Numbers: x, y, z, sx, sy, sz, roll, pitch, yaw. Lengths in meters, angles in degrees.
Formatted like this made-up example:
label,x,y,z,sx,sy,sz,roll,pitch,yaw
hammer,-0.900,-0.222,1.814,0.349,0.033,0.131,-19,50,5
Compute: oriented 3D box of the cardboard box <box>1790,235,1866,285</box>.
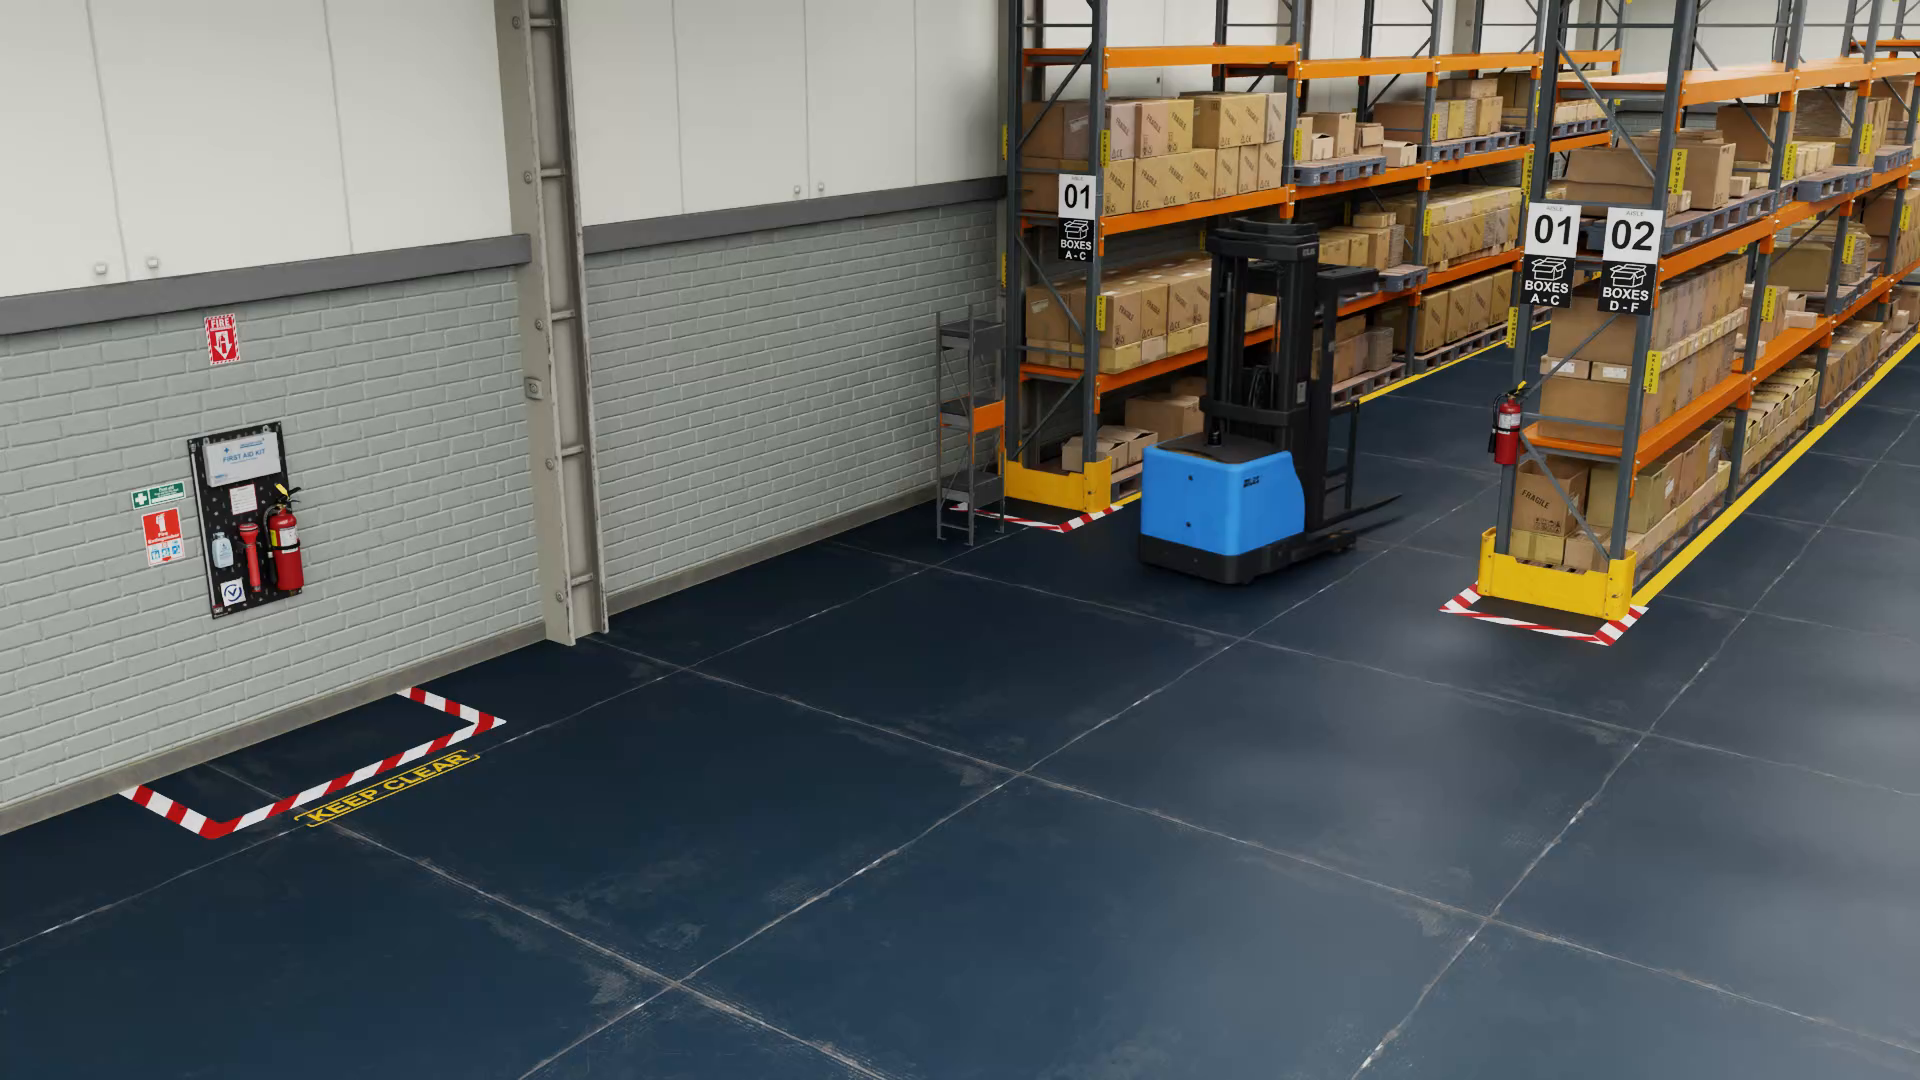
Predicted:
label,x,y,z,sx,sy,sz,roll,pitch,yaw
cardboard box,10.612,-3.442,20.400,0.500,0.500,0.700,-15,23,-40

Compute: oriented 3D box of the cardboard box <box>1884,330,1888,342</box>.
label,x,y,z,sx,sy,sz,roll,pitch,yaw
cardboard box,12.944,-2.919,23.628,0.380,0.166,0.250,12,21,35

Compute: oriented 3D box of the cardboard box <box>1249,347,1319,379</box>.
label,x,y,z,sx,sy,sz,roll,pitch,yaw
cardboard box,3.958,-2.088,20.389,0.700,0.500,0.500,12,21,34

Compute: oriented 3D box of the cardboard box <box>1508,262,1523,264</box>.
label,x,y,z,sx,sy,sz,roll,pitch,yaw
cardboard box,8.934,-4.393,26.751,0.380,0.149,0.250,13,21,35

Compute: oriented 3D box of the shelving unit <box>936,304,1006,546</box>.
label,x,y,z,sx,sy,sz,roll,pitch,yaw
shelving unit,0.099,-1.042,15.066,0.431,2.100,0.503,12,21,35

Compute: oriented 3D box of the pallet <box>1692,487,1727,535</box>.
label,x,y,z,sx,sy,sz,roll,pitch,yaw
pallet,6.738,-0.373,16.096,1.003,0.211,1.213,12,21,35

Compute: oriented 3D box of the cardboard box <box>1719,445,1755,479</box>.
label,x,y,z,sx,sy,sz,roll,pitch,yaw
cardboard box,7.685,-0.827,16.783,0.500,0.250,0.500,12,21,33

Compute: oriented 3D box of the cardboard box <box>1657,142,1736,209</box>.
label,x,y,z,sx,sy,sz,roll,pitch,yaw
cardboard box,6.071,-3.029,13.777,0.500,0.500,0.500,12,21,35

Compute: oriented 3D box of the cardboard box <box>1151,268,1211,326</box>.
label,x,y,z,sx,sy,sz,roll,pitch,yaw
cardboard box,2.321,-2.528,17.289,0.500,0.500,0.500,13,22,36

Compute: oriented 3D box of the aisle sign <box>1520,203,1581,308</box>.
label,x,y,z,sx,sy,sz,roll,pitch,yaw
aisle sign,4.587,-2.212,12.932,0.394,0.787,0.004,12,21,35

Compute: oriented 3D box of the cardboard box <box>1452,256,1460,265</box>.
label,x,y,z,sx,sy,sz,roll,pitch,yaw
cardboard box,6.775,-3.953,23.311,0.380,0.149,0.250,13,21,36

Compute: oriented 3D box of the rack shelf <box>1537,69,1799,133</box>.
label,x,y,z,sx,sy,sz,roll,pitch,yaw
rack shelf,6.054,-3.741,14.011,1.077,0.370,4.000,12,21,35

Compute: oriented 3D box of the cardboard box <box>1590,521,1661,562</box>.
label,x,y,z,sx,sy,sz,roll,pitch,yaw
cardboard box,5.656,-0.030,14.217,0.500,0.250,0.500,12,21,35

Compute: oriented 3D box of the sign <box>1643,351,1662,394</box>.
label,x,y,z,sx,sy,sz,roll,pitch,yaw
sign,5.305,-1.286,12.741,0.100,0.325,0.005,12,21,35

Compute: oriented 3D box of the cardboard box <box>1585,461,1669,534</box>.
label,x,y,z,sx,sy,sz,roll,pitch,yaw
cardboard box,5.657,-0.388,14.105,0.500,0.500,0.500,12,21,35

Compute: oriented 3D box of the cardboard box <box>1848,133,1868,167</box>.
label,x,y,z,sx,sy,sz,roll,pitch,yaw
cardboard box,10.166,-4.551,19.622,0.910,0.500,0.500,12,21,35

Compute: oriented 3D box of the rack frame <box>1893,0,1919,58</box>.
label,x,y,z,sx,sy,sz,roll,pitch,yaw
rack frame,14.396,-7.610,24.583,1.000,3.000,0.127,12,21,35

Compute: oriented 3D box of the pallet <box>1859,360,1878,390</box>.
label,x,y,z,sx,sy,sz,roll,pitch,yaw
pallet,11.558,-2.260,22.173,1.003,0.211,1.213,12,21,35

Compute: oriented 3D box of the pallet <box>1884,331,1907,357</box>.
label,x,y,z,sx,sy,sz,roll,pitch,yaw
pallet,13.149,-2.916,24.284,1.003,0.211,1.213,12,21,35

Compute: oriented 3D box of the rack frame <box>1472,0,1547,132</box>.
label,x,y,z,sx,sy,sz,roll,pitch,yaw
rack frame,8.032,-7.532,24.331,1.000,3.000,0.127,12,21,35

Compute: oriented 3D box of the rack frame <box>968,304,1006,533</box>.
label,x,y,z,sx,sy,sz,roll,pitch,yaw
rack frame,0.244,-1.100,15.253,0.400,2.100,0.015,12,21,35

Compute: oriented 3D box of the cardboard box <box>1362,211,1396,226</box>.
label,x,y,z,sx,sy,sz,roll,pitch,yaw
cardboard box,5.467,-4.194,21.695,0.380,0.149,0.250,9,20,28

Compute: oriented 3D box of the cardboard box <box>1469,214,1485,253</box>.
label,x,y,z,sx,sy,sz,roll,pitch,yaw
cardboard box,7.064,-4.351,23.498,0.500,0.500,0.500,13,22,36

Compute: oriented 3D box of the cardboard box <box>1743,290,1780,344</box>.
label,x,y,z,sx,sy,sz,roll,pitch,yaw
cardboard box,8.329,-2.360,17.622,0.500,0.500,0.500,12,21,35

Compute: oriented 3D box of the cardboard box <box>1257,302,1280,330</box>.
label,x,y,z,sx,sy,sz,roll,pitch,yaw
cardboard box,3.226,-2.533,18.568,0.500,0.250,0.500,12,21,35

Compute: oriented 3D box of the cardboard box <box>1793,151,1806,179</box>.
label,x,y,z,sx,sy,sz,roll,pitch,yaw
cardboard box,8.434,-3.893,17.216,0.500,0.250,0.500,10,20,30

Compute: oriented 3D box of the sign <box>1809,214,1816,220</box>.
label,x,y,z,sx,sy,sz,roll,pitch,yaw
sign,11.572,-4.300,22.579,0.100,0.325,0.005,12,21,35

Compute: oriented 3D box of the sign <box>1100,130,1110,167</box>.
label,x,y,z,sx,sy,sz,roll,pitch,yaw
sign,1.318,-3.563,15.134,0.100,0.325,0.005,12,21,35

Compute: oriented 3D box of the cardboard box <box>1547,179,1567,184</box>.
label,x,y,z,sx,sy,sz,roll,pitch,yaw
cardboard box,10.119,-5.640,27.847,0.980,0.700,0.700,14,22,37

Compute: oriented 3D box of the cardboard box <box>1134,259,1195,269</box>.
label,x,y,z,sx,sy,sz,roll,pitch,yaw
cardboard box,2.205,-2.742,17.978,0.500,0.500,0.500,13,22,36

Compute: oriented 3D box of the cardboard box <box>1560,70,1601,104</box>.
label,x,y,z,sx,sy,sz,roll,pitch,yaw
cardboard box,9.891,-7.247,26.583,0.500,0.500,0.500,13,22,36

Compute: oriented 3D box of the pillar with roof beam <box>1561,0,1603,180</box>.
label,x,y,z,sx,sy,sz,roll,pitch,yaw
pillar with roof beam,14.787,-8.520,27.512,9.100,9.000,0.400,12,21,35

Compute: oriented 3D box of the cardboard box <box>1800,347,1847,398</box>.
label,x,y,z,sx,sy,sz,roll,pitch,yaw
cardboard box,10.437,-2.040,20.234,0.500,0.500,0.500,12,21,33

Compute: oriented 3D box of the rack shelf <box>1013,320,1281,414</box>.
label,x,y,z,sx,sy,sz,roll,pitch,yaw
rack shelf,2.073,-1.942,17.658,1.077,0.370,4.000,12,21,35

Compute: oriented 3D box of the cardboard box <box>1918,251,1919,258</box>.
label,x,y,z,sx,sy,sz,roll,pitch,yaw
cardboard box,13.740,-4.396,24.180,0.500,0.500,0.500,13,21,35

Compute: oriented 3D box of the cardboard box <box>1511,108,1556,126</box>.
label,x,y,z,sx,sy,sz,roll,pitch,yaw
cardboard box,8.655,-6.394,25.101,0.500,0.250,0.500,12,21,35

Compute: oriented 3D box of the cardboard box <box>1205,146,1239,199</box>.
label,x,y,z,sx,sy,sz,roll,pitch,yaw
cardboard box,2.552,-3.831,17.267,0.500,0.500,0.500,11,21,33

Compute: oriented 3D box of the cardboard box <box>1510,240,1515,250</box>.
label,x,y,z,sx,sy,sz,roll,pitch,yaw
cardboard box,8.058,-4.426,24.835,0.380,0.149,0.250,13,21,35

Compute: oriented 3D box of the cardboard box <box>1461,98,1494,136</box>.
label,x,y,z,sx,sy,sz,roll,pitch,yaw
cardboard box,7.140,-6.023,23.620,0.700,0.500,0.500,12,21,34

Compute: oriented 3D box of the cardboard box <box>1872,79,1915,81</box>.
label,x,y,z,sx,sy,sz,roll,pitch,yaw
cardboard box,12.683,-5.967,22.494,0.700,0.500,0.500,12,21,35

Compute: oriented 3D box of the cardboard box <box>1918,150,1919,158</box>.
label,x,y,z,sx,sy,sz,roll,pitch,yaw
cardboard box,12.802,-5.344,22.595,0.500,0.250,0.500,12,21,35

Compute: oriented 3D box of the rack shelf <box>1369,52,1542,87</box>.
label,x,y,z,sx,sy,sz,roll,pitch,yaw
rack shelf,6.840,-6.521,22.963,1.077,0.370,4.000,12,21,35

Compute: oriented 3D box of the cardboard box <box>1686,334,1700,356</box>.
label,x,y,z,sx,sy,sz,roll,pitch,yaw
cardboard box,6.186,-1.713,14.447,0.380,0.149,0.250,13,21,35

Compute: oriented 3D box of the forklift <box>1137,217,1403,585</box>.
label,x,y,z,sx,sy,sz,roll,pitch,yaw
forklift,2.941,-1.380,14.753,1.130,2.935,3.031,16,24,42

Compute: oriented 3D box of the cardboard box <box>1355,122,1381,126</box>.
label,x,y,z,sx,sy,sz,roll,pitch,yaw
cardboard box,5.035,-5.073,21.269,0.500,0.500,0.500,12,21,35

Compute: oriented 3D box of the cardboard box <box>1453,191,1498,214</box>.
label,x,y,z,sx,sy,sz,roll,pitch,yaw
cardboard box,7.343,-4.826,23.766,0.500,0.250,0.500,13,21,36

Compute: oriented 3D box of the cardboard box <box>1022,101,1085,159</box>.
label,x,y,z,sx,sy,sz,roll,pitch,yaw
cardboard box,0.929,-3.925,15.886,0.500,0.500,0.500,14,22,37

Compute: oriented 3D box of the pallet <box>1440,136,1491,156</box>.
label,x,y,z,sx,sy,sz,roll,pitch,yaw
pallet,6.653,-5.486,23.119,1.003,0.211,1.213,14,22,37

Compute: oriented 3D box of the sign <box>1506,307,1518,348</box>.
label,x,y,z,sx,sy,sz,roll,pitch,yaw
sign,4.435,-1.700,13.314,0.100,0.325,0.005,12,21,35

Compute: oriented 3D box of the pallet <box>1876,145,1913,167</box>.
label,x,y,z,sx,sy,sz,roll,pitch,yaw
pallet,11.567,-4.992,21.528,1.213,0.211,1.003,12,21,35

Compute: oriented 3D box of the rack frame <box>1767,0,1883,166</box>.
label,x,y,z,sx,sy,sz,roll,pitch,yaw
rack frame,9.629,-5.705,18.447,1.000,3.000,0.127,12,21,35

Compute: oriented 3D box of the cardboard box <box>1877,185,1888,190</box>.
label,x,y,z,sx,sy,sz,roll,pitch,yaw
cardboard box,13.010,-4.846,23.943,0.500,0.500,0.500,12,21,34

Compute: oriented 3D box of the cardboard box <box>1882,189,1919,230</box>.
label,x,y,z,sx,sy,sz,roll,pitch,yaw
cardboard box,13.133,-4.626,23.233,0.500,0.500,0.500,12,21,33

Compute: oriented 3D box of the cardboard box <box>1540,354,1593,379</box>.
label,x,y,z,sx,sy,sz,roll,pitch,yaw
cardboard box,4.937,-1.417,13.492,0.380,0.149,0.250,12,21,34

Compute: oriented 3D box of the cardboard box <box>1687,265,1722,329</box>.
label,x,y,z,sx,sy,sz,roll,pitch,yaw
cardboard box,6.387,-2.208,14.946,0.700,0.500,0.500,12,21,35
